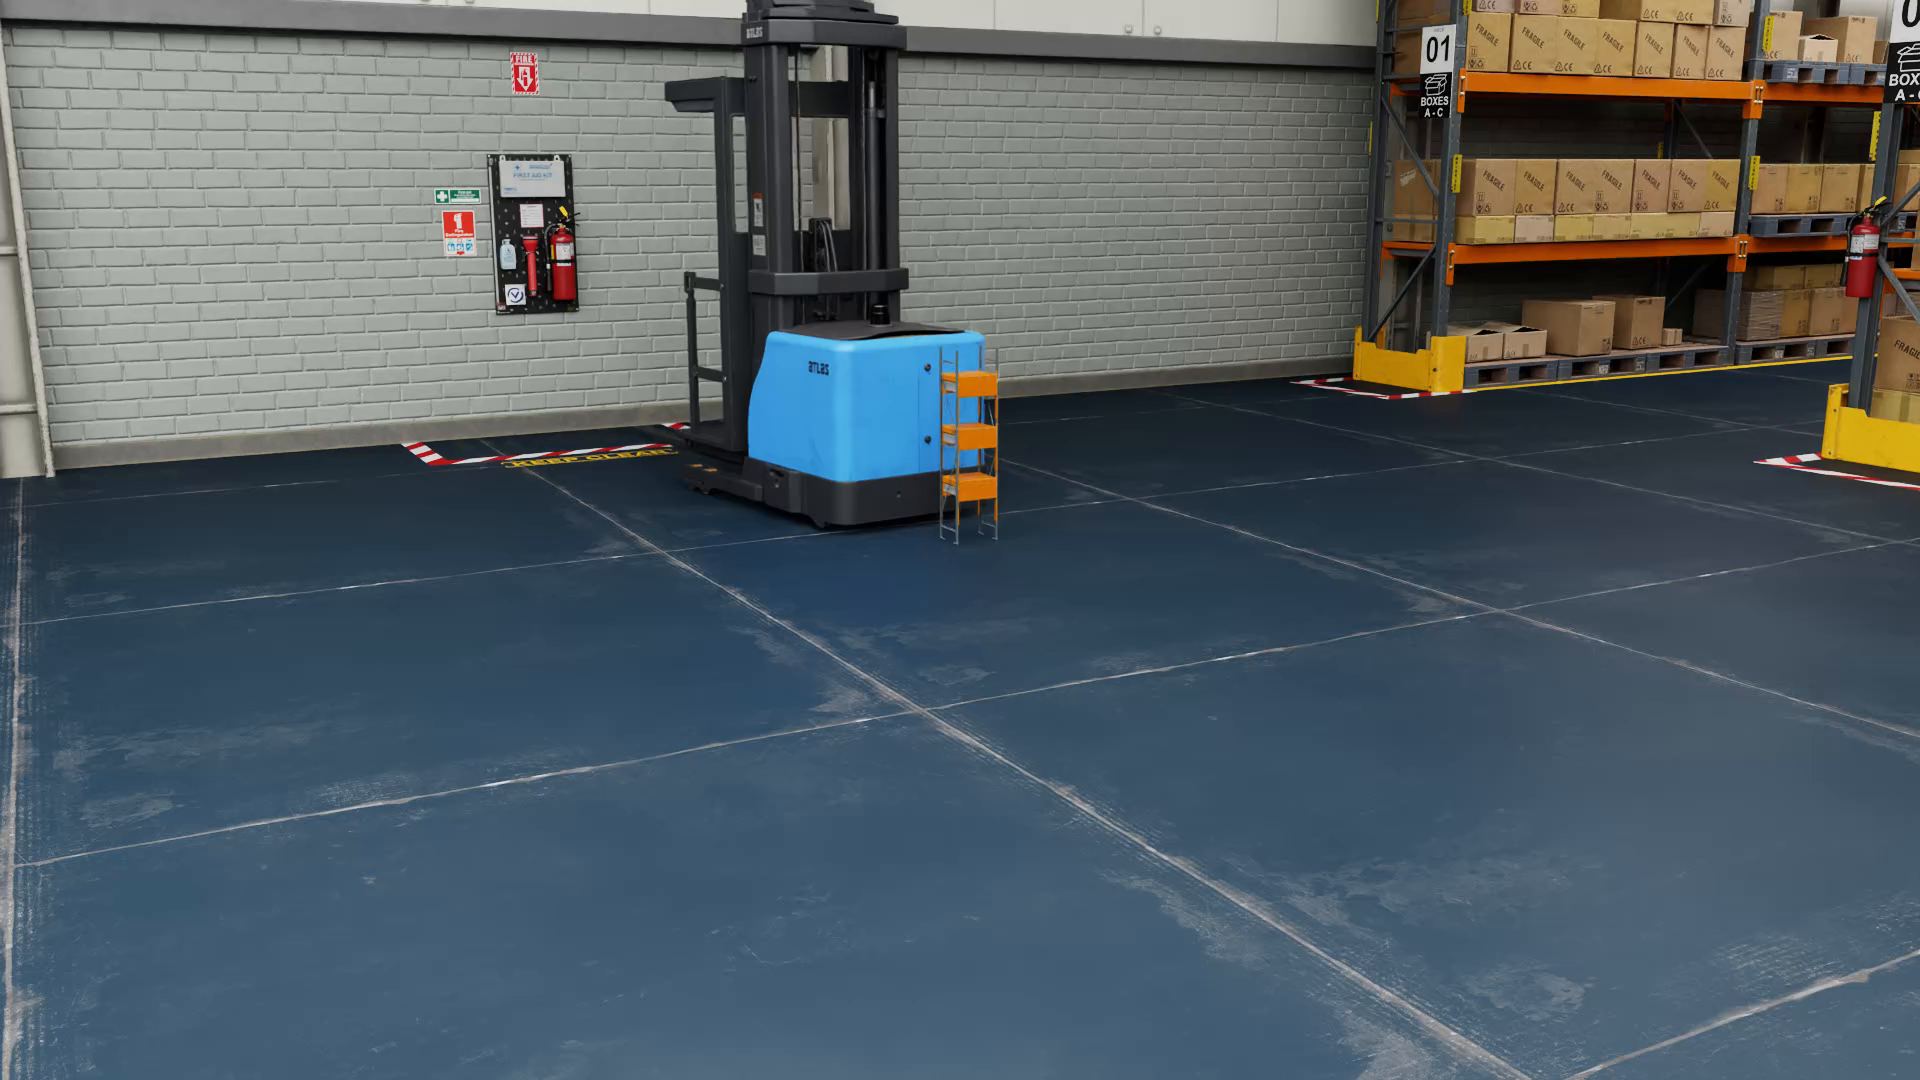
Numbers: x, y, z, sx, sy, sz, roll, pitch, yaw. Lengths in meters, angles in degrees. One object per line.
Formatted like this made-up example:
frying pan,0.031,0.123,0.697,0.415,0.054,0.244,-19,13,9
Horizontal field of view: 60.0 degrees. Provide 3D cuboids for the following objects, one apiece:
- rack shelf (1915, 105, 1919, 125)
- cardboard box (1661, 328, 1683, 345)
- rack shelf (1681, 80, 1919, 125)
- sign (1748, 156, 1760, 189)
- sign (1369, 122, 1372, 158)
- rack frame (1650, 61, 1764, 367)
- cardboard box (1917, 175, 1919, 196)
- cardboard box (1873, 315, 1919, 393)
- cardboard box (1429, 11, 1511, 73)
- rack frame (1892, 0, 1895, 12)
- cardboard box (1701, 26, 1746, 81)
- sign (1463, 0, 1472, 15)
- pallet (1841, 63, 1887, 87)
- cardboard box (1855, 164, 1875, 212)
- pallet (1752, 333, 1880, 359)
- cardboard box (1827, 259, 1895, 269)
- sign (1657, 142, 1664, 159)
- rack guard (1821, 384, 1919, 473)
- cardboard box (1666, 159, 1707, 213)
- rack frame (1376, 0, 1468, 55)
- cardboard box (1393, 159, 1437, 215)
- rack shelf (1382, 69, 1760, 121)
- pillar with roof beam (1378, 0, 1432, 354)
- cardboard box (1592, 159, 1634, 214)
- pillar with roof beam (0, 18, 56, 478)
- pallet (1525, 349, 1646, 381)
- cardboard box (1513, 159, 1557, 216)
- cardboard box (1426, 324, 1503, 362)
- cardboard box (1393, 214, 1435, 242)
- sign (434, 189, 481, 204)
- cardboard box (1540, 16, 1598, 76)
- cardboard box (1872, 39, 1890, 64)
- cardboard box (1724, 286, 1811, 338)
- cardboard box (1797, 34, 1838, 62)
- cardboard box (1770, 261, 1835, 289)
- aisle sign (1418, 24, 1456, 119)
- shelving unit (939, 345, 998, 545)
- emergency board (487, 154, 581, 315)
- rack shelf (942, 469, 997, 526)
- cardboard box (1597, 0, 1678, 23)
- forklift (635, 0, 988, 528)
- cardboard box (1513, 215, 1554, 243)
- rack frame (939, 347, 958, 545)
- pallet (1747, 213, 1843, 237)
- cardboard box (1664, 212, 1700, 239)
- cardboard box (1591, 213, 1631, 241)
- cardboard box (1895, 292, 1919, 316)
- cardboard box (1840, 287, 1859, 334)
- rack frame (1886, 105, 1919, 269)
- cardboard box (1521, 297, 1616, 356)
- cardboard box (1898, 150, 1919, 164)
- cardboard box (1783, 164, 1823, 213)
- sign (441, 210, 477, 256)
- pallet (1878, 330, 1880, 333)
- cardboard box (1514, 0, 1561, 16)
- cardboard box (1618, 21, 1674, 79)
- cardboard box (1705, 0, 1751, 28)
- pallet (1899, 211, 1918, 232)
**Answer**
rack shelf,12.894,-5.079,19.650,4.000,0.370,1.077,-7,14,-28
cardboard box,7.173,-2.105,17.083,0.250,0.166,0.380,-9,16,-35
rack shelf,9.383,-4.658,17.780,4.000,0.370,1.077,-7,14,-28
sign,7.895,-3.653,16.540,0.005,0.325,0.100,-7,14,-28
sign,3.868,-3.742,15.549,0.005,0.325,0.100,-7,14,-28
rack frame,7.628,-3.335,17.096,0.127,3.000,1.000,-7,14,-28
cardboard box,6.738,-2.402,11.245,0.250,0.149,0.380,-7,15,-29
cardboard box,6.822,-1.303,11.665,0.500,0.500,0.500,-7,14,-28
cardboard box,4.530,-4.423,14.826,0.500,0.500,0.500,-6,14,-26
rack frame,6.494,-4.887,10.327,0.127,3.000,1.000,-7,14,-28
cardboard box,7.301,-4.756,16.304,0.500,0.500,0.500,-6,14,-26
sign,4.377,-4.699,14.336,0.005,0.325,0.100,-7,14,-28
pallet,9.130,-4.861,17.472,1.003,0.211,1.213,-7,14,-28
cardboard box,9.648,-3.832,18.077,0.500,0.500,0.700,-7,14,-28
pallet,9.383,-2.186,18.341,1.213,0.211,1.003,-7,14,-28
cardboard box,10.001,-2.983,18.515,0.500,0.250,0.500,-7,14,-27
sign,7.359,-4.006,17.442,0.005,0.325,0.100,-7,14,-28
rack guard,6.473,-0.738,11.249,0.348,0.500,1.175,-7,14,-28
cardboard box,6.926,-3.474,16.304,0.500,0.500,0.500,-7,14,-28
rack frame,4.117,-5.841,14.567,0.127,3.000,1.000,-7,14,-28
cardboard box,4.429,-3.307,15.560,0.500,0.500,0.500,-7,14,-28
rack shelf,5.872,-4.237,15.910,4.000,0.370,1.077,-7,14,-28
pillar with roof beam,6.380,-5.252,11.949,0.400,9.000,9.100,-7,14,-28
cardboard box,6.022,-3.369,15.834,0.500,0.500,0.500,-6,14,-26
pillar with roof beam,-4.153,-3.989,6.339,0.400,9.000,9.100,-7,14,-28
pallet,5.983,-1.768,16.483,1.213,0.211,1.003,-7,14,-28
cardboard box,5.118,-3.259,15.346,0.500,0.500,0.500,-7,14,-28
cardboard box,4.767,-1.872,15.719,0.500,0.311,0.500,-9,15,-34
cardboard box,4.434,-2.937,15.625,0.500,0.250,0.500,-7,14,-27
sign,-3.663,-2.507,12.129,0.331,0.109,0.001,-7,14,-28
cardboard box,5.472,-4.528,15.292,0.500,0.500,0.500,-6,14,-25
cardboard box,9.956,-5.161,18.096,0.637,0.503,0.797,-5,14,-20
cardboard box,8.695,-2.475,17.965,0.500,0.500,0.700,-7,15,-29
cardboard box,8.687,-5.067,17.205,0.500,0.311,0.500,-6,14,-26
cardboard box,9.106,-2.879,18.053,0.500,0.250,0.500,-7,15,-29
aisle sign,4.197,-4.117,14.650,0.004,0.787,0.394,-7,14,-28
shelving unit,0.047,-0.518,9.019,0.252,1.050,0.215,-7,14,-28
emergency board,-3.137,-2.271,12.367,0.643,1.169,0.194,-7,14,-28
rack shelf,0.047,-0.236,9.082,0.240,0.259,0.215,-7,14,-28
cardboard box,6.389,-5.123,15.659,0.500,0.500,0.500,-7,15,-30
forklift,-1.107,-1.768,10.290,1.130,2.935,3.031,-9,15,-35
cardboard box,5.146,-2.898,15.451,0.500,0.250,0.500,-7,15,-30
rack frame,-0.060,-0.505,8.962,0.008,1.050,0.200,-7,14,-28
pallet,8.368,-3.294,17.349,1.213,0.211,1.003,-7,14,-28
cardboard box,6.916,-3.112,16.403,0.500,0.250,0.500,-7,14,-28
cardboard box,6.041,-3.003,15.919,0.500,0.250,0.500,-7,14,-27
cardboard box,10.532,-2.665,18.810,0.500,0.500,0.700,-7,14,-27
cardboard box,9.601,-2.576,18.413,0.500,0.500,0.700,-7,14,-28
rack frame,11.139,-3.756,18.966,0.127,3.000,1.000,-7,14,-28
cardboard box,5.936,-2.092,16.265,0.500,0.500,0.700,-8,15,-31
cardboard box,10.575,-4.257,18.485,0.250,0.149,0.380,-10,16,-37
cardboard box,8.585,-3.703,17.500,0.500,0.500,0.700,-5,14,-22
sign,-3.672,-2.250,12.192,0.234,0.329,0.001,-7,14,-28
pallet,10.452,-2.313,18.908,1.213,0.211,1.003,-7,14,-28
cardboard box,5.036,-4.961,14.937,0.500,0.500,0.500,-7,14,-29
cardboard box,6.385,-4.640,15.788,0.500,0.500,0.500,-7,15,-30
cardboard box,7.318,-5.240,16.177,0.500,0.500,0.500,-8,15,-33
pallet,10.564,-3.567,18.562,1.003,0.211,1.213,-7,14,-28
